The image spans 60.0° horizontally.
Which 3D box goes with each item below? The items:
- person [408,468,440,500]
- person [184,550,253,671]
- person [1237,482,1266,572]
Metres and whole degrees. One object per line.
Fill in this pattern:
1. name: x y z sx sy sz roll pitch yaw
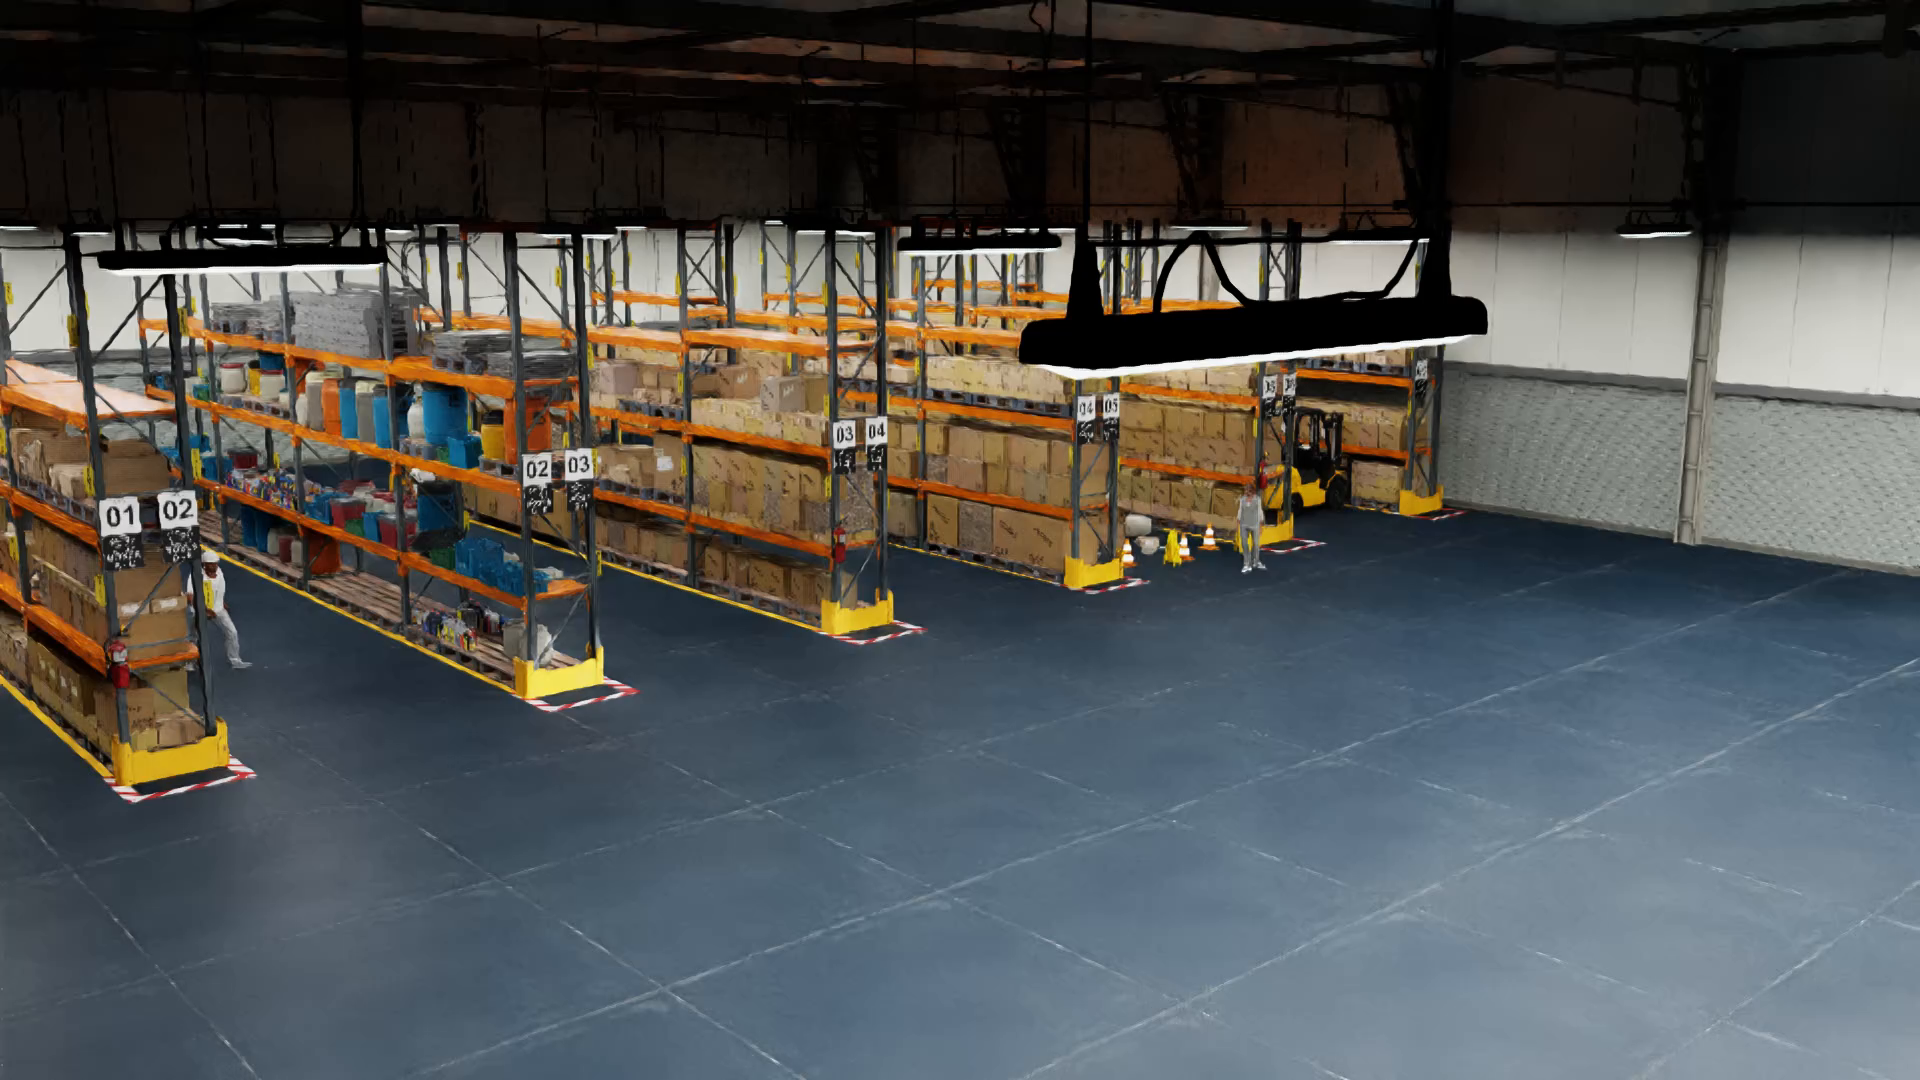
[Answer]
1. person: -10.378 -0.901 32.301 0.625 1.611 0.568 -11 16 -43
2. person: -10.291 0.967 22.764 0.840 1.706 0.699 7 13 31
3. person: 5.110 -0.246 29.112 0.513 1.587 0.483 5 12 22
